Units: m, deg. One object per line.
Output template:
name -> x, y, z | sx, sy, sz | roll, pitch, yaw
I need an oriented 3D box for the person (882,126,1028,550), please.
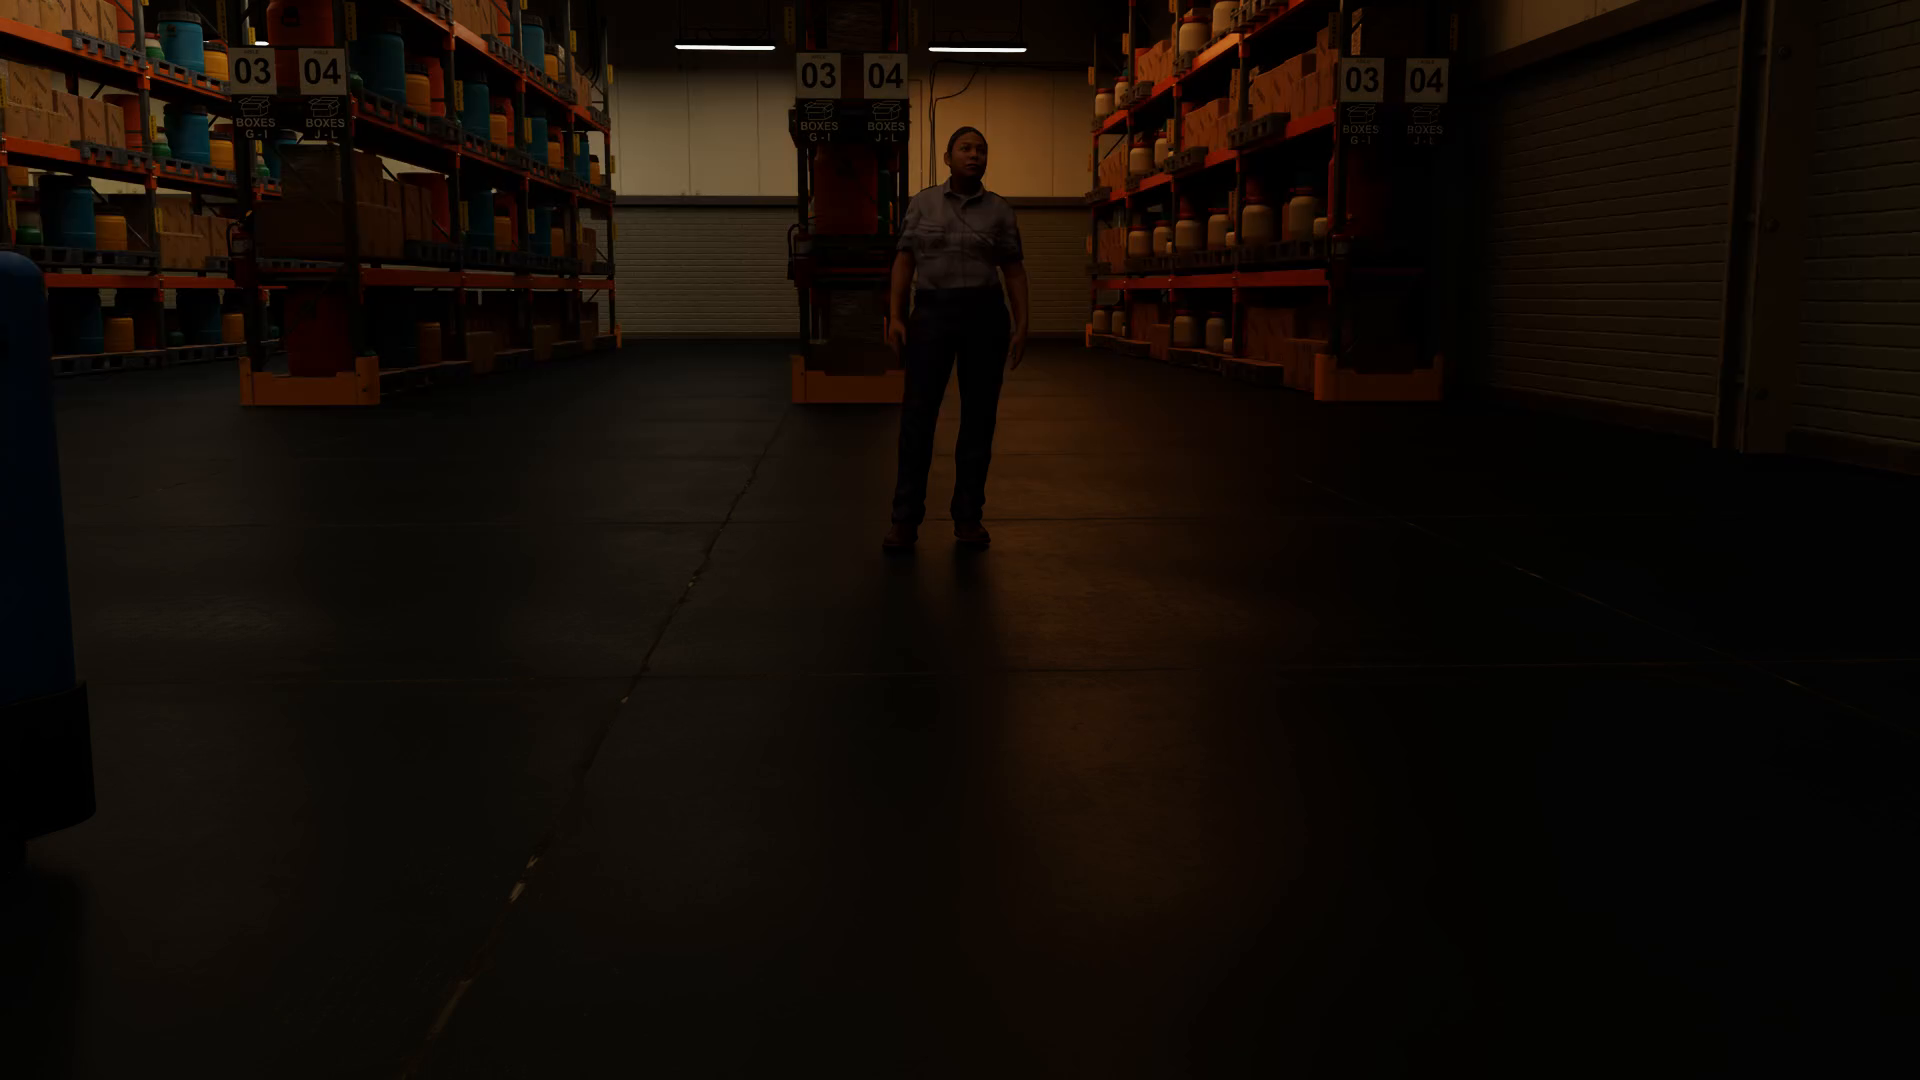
person -> -0.018, -0.808, 6.597 | 0.598, 1.651, 0.502 | -1, 8, -4

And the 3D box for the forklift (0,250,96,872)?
forklift -> -2.697, -0.728, 1.731 | 1.130, 2.935, 3.031 | 5, 10, 28
